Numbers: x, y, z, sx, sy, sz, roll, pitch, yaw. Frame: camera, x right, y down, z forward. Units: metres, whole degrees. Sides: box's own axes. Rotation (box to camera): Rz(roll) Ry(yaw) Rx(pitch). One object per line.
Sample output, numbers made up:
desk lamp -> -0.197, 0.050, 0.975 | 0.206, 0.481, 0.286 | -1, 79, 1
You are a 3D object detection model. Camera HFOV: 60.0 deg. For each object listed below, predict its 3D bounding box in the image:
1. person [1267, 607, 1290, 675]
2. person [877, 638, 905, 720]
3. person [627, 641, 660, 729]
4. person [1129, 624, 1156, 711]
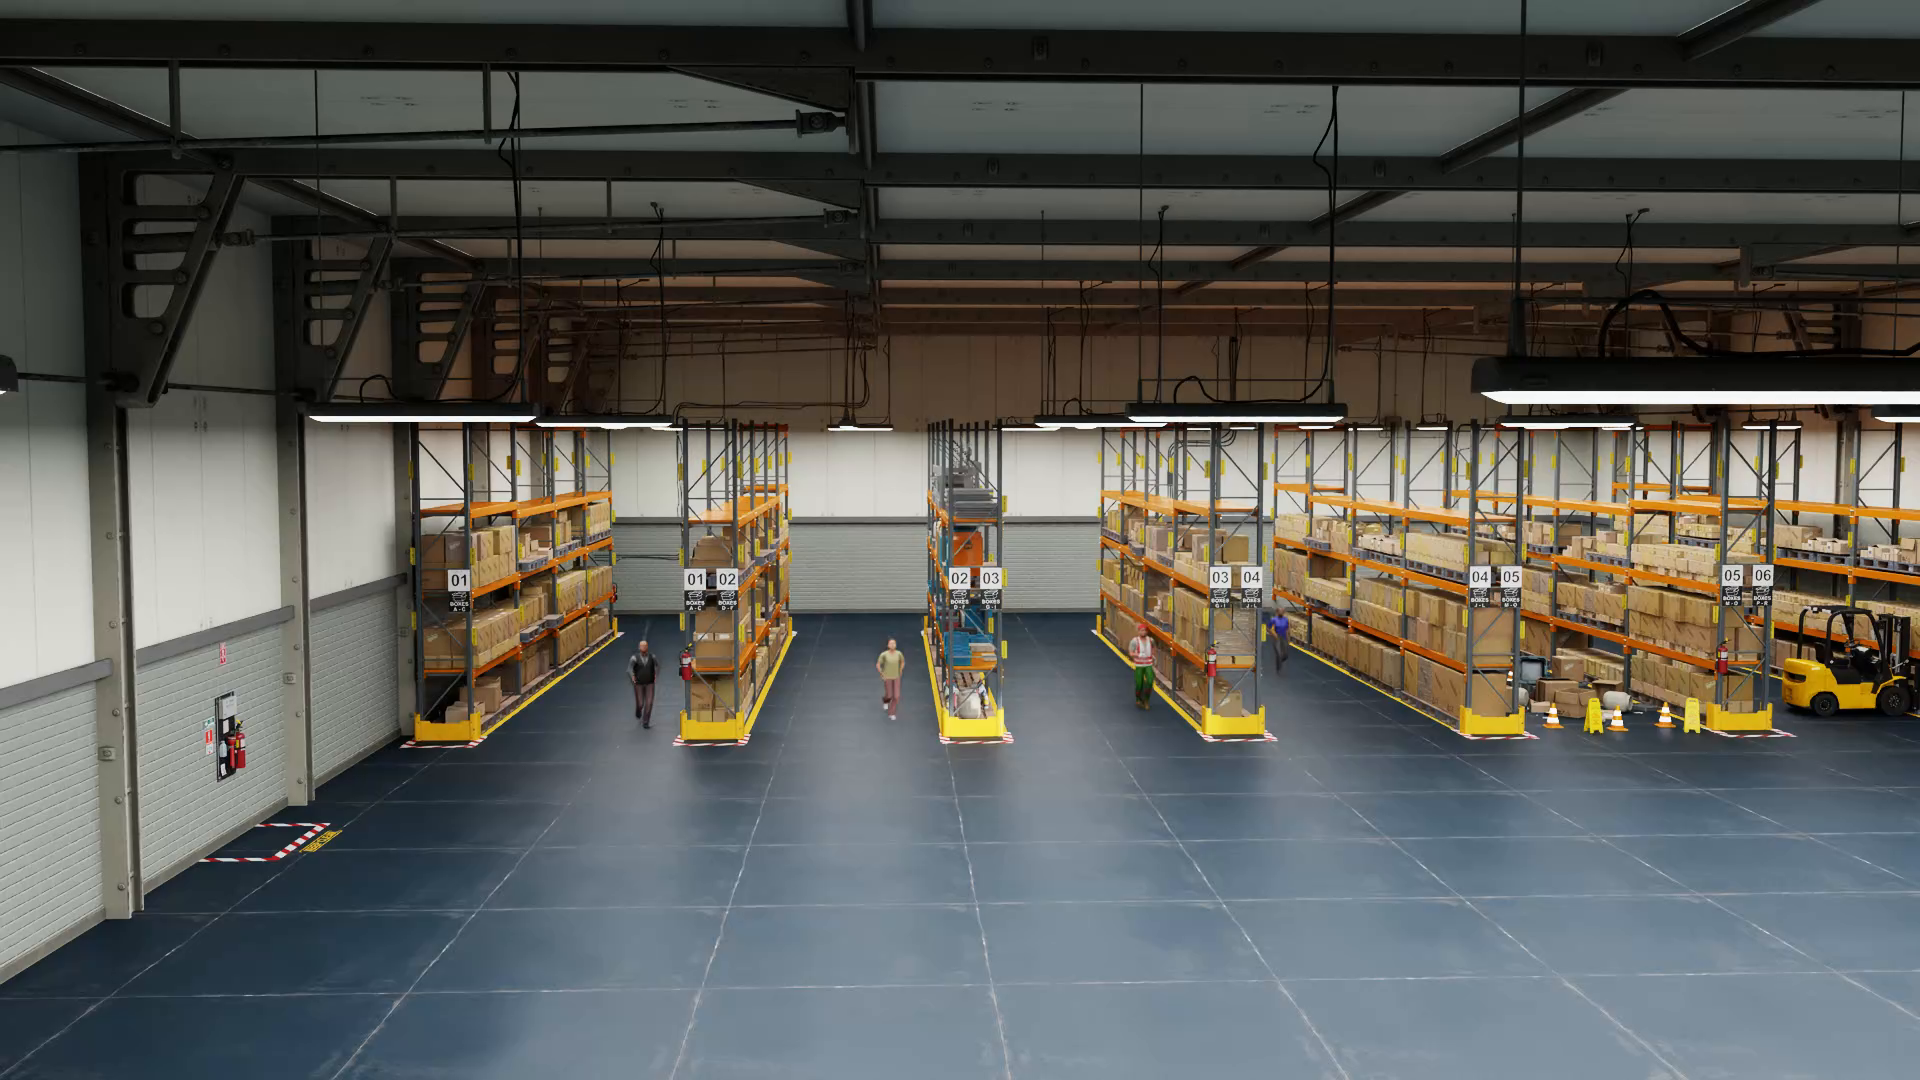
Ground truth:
person -> 7.572, 2.431, 39.554 | 0.564, 1.538, 0.557 | -1, 4, -9
person -> -1.376, 2.778, 33.441 | 0.581, 1.631, 0.605 | -1, 4, -16
person -> -6.158, 2.811, 32.427 | 0.661, 1.694, 0.733 | -1, 4, -18
person -> 3.788, 2.630, 34.464 | 0.599, 1.806, 0.756 | 0, 4, -4
